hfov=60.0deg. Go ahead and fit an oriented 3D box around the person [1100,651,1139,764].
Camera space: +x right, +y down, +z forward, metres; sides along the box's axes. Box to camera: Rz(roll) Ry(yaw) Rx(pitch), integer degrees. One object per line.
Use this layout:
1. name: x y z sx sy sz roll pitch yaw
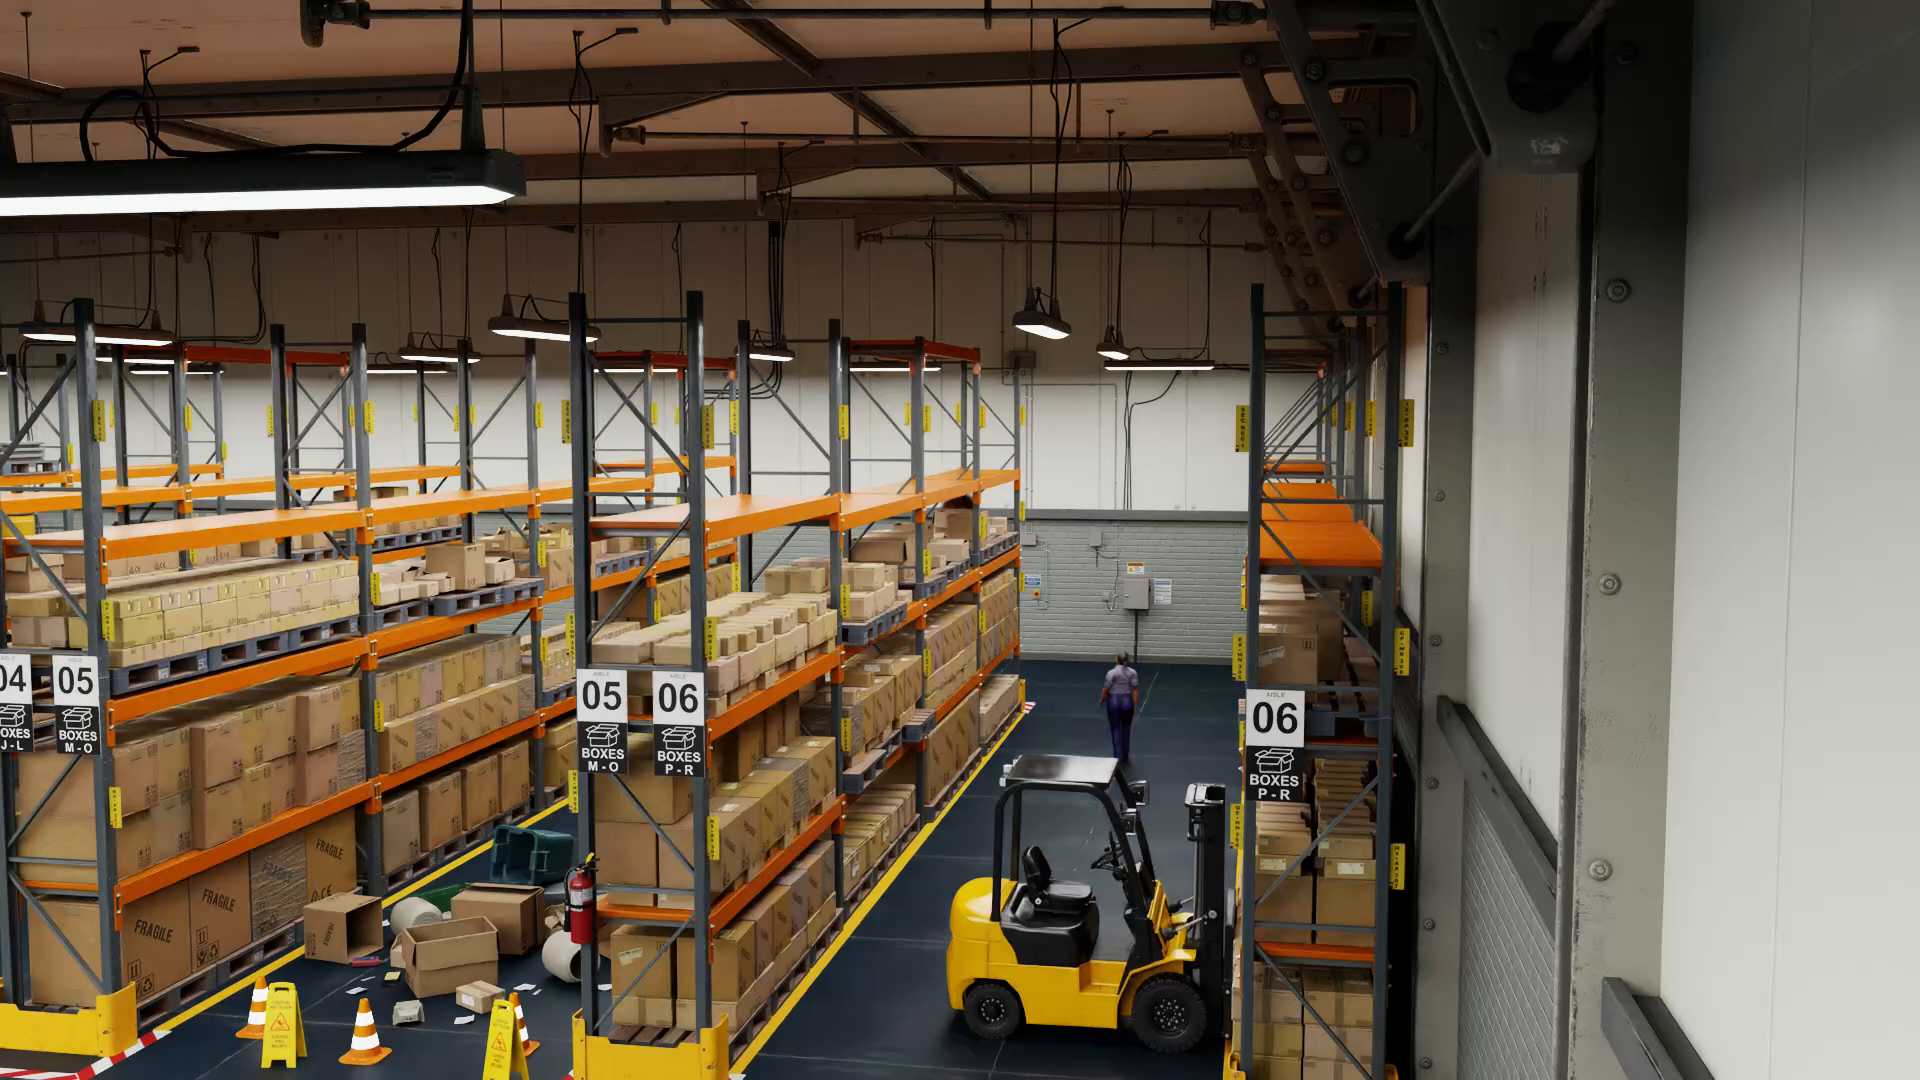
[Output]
1. person: 2.302 2.413 23.977 0.523 1.662 0.731 -1 5 -7
